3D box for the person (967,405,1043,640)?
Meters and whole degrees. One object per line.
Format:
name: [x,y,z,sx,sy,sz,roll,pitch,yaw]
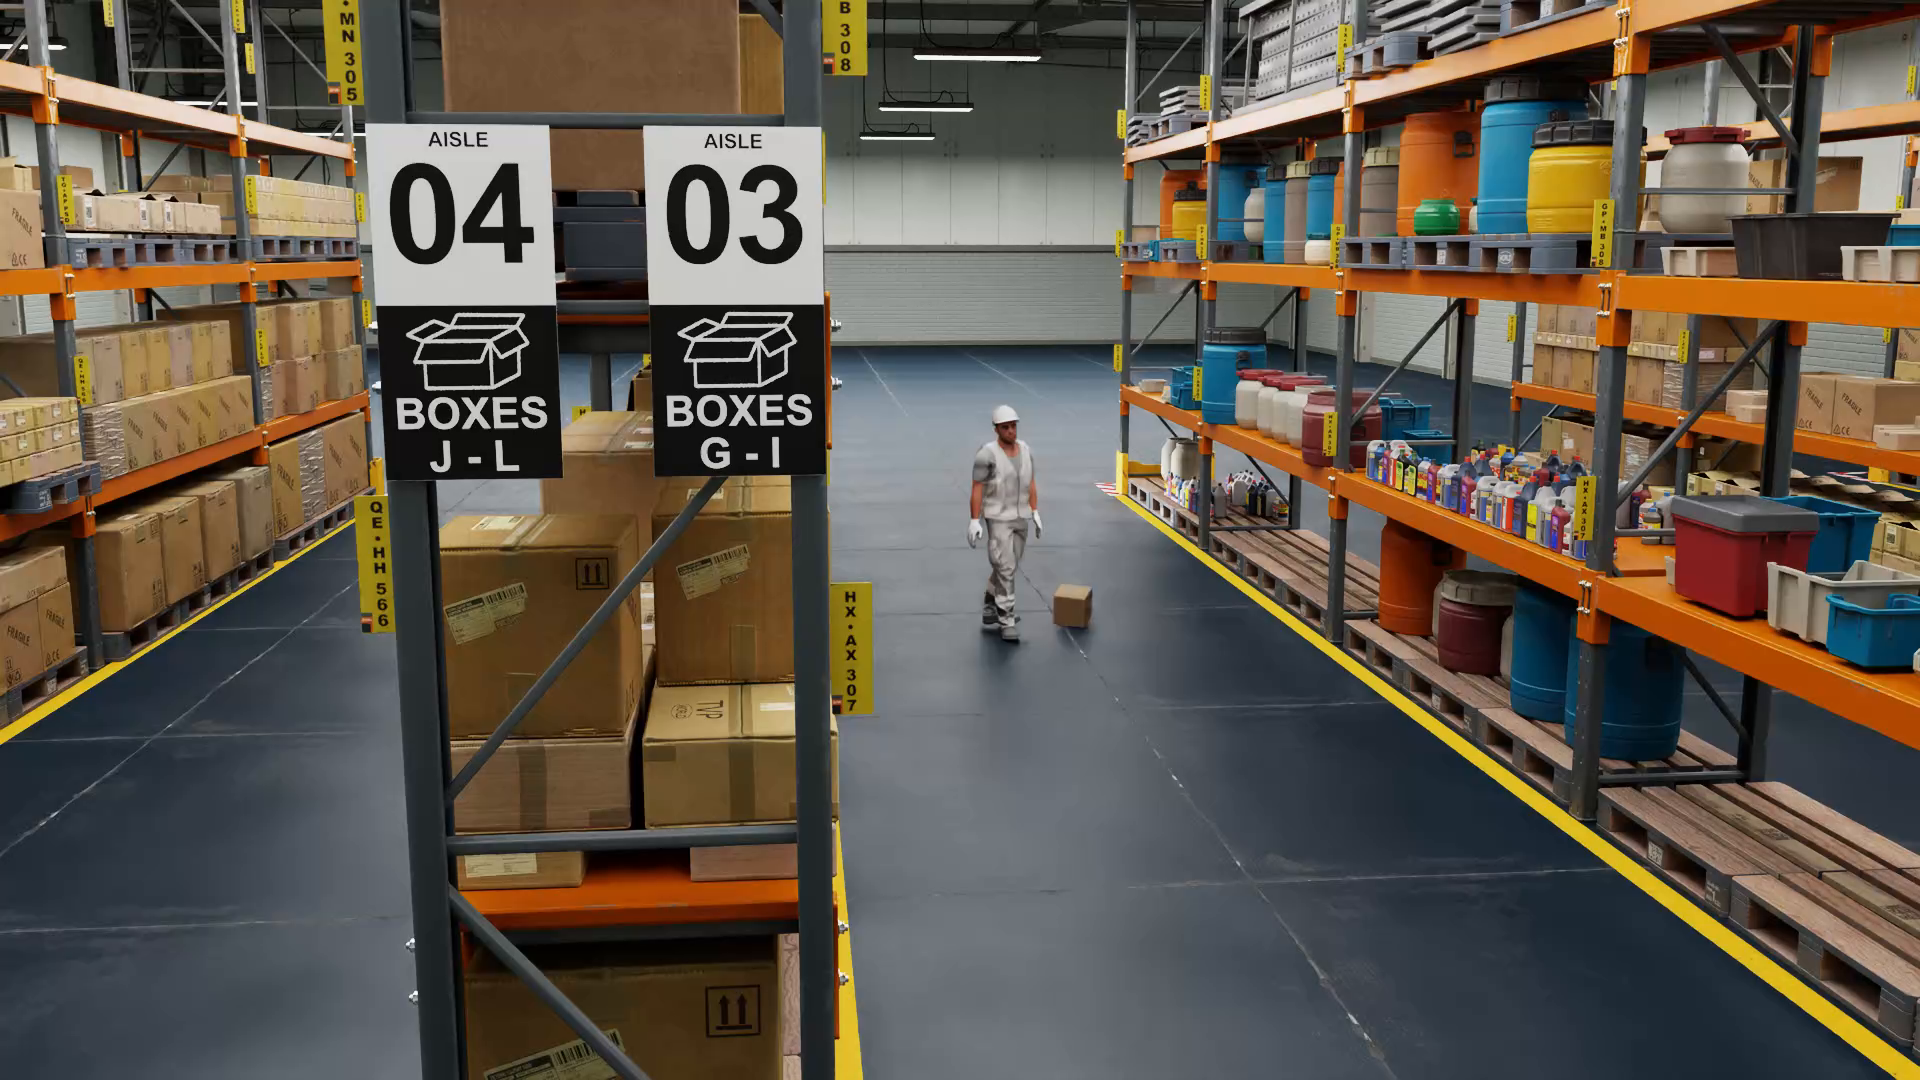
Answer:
person: [0.321,-0.148,12.702,0.628,1.779,0.605,-7,12,-36]
